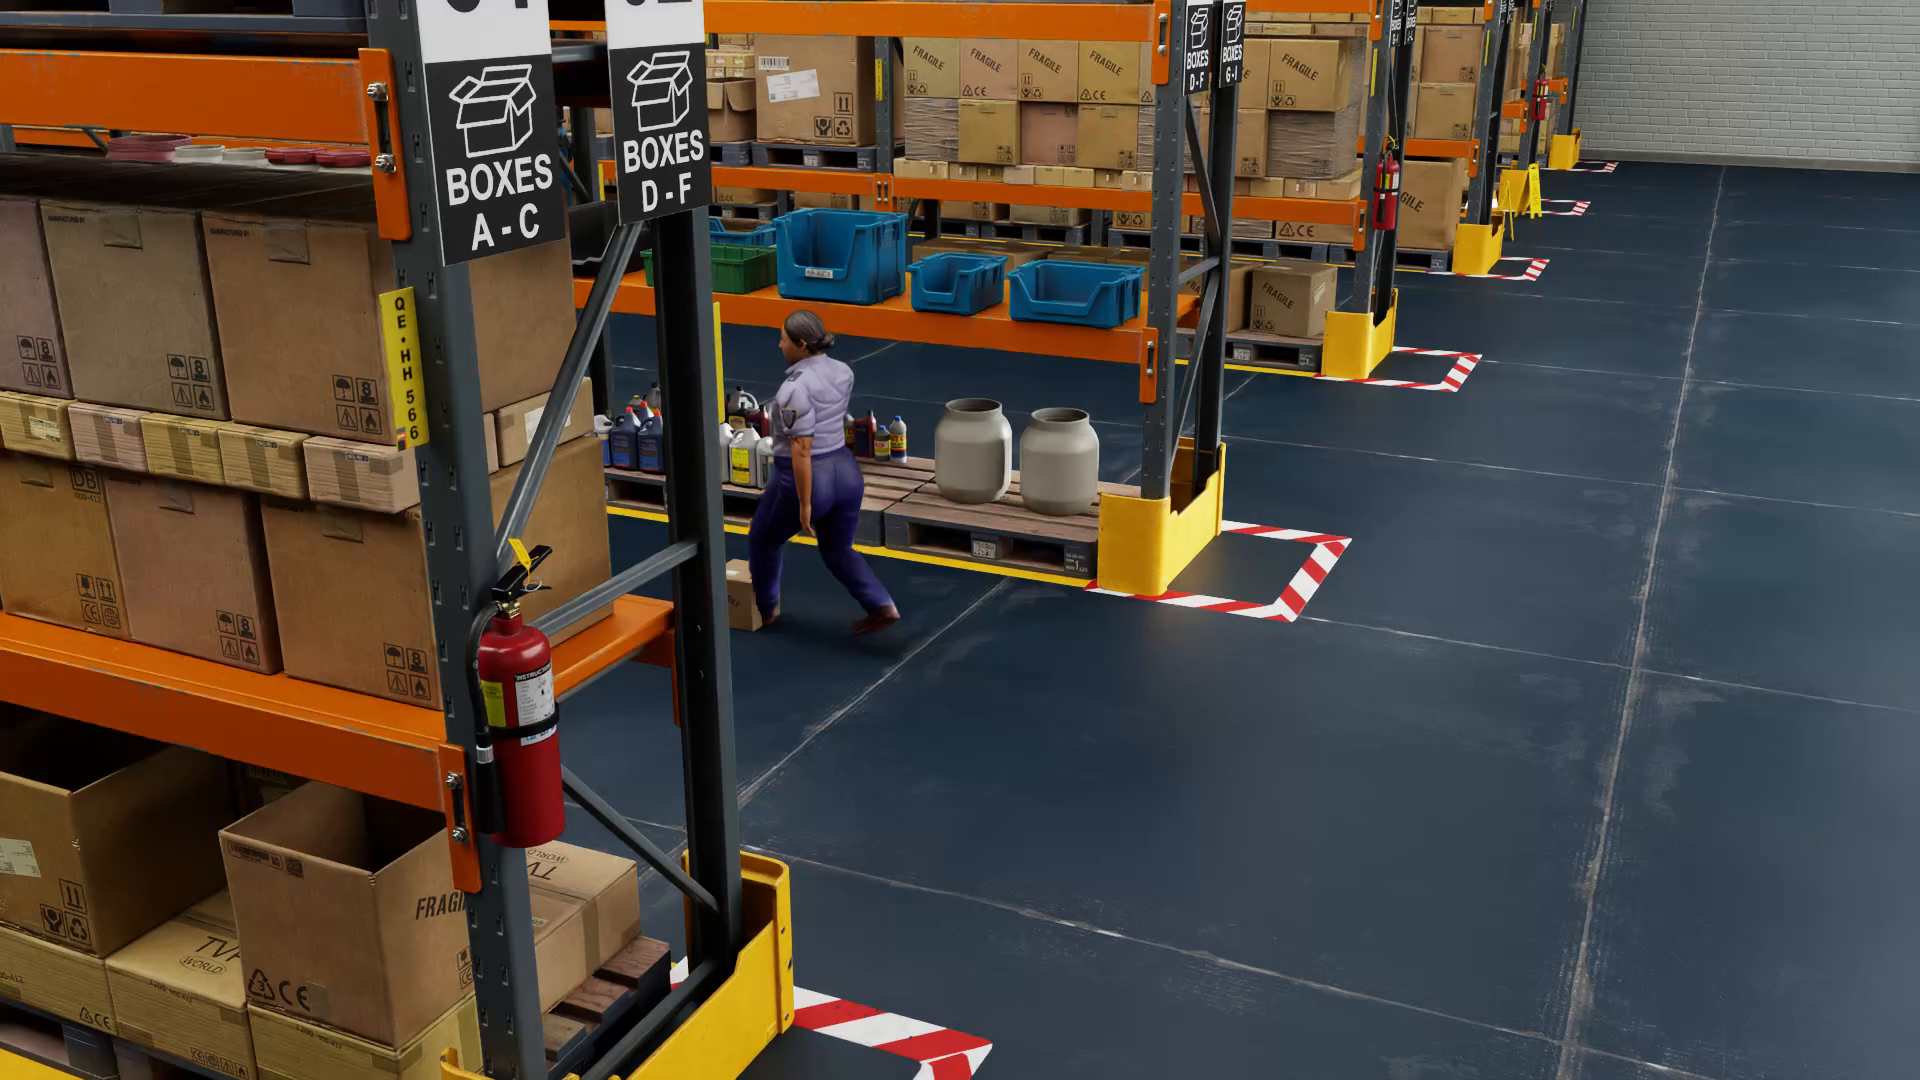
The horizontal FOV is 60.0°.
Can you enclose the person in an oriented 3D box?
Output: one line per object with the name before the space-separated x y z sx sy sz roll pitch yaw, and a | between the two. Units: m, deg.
person | -0.617 -0.336 7.567 0.644 1.639 0.506 12 22 30
